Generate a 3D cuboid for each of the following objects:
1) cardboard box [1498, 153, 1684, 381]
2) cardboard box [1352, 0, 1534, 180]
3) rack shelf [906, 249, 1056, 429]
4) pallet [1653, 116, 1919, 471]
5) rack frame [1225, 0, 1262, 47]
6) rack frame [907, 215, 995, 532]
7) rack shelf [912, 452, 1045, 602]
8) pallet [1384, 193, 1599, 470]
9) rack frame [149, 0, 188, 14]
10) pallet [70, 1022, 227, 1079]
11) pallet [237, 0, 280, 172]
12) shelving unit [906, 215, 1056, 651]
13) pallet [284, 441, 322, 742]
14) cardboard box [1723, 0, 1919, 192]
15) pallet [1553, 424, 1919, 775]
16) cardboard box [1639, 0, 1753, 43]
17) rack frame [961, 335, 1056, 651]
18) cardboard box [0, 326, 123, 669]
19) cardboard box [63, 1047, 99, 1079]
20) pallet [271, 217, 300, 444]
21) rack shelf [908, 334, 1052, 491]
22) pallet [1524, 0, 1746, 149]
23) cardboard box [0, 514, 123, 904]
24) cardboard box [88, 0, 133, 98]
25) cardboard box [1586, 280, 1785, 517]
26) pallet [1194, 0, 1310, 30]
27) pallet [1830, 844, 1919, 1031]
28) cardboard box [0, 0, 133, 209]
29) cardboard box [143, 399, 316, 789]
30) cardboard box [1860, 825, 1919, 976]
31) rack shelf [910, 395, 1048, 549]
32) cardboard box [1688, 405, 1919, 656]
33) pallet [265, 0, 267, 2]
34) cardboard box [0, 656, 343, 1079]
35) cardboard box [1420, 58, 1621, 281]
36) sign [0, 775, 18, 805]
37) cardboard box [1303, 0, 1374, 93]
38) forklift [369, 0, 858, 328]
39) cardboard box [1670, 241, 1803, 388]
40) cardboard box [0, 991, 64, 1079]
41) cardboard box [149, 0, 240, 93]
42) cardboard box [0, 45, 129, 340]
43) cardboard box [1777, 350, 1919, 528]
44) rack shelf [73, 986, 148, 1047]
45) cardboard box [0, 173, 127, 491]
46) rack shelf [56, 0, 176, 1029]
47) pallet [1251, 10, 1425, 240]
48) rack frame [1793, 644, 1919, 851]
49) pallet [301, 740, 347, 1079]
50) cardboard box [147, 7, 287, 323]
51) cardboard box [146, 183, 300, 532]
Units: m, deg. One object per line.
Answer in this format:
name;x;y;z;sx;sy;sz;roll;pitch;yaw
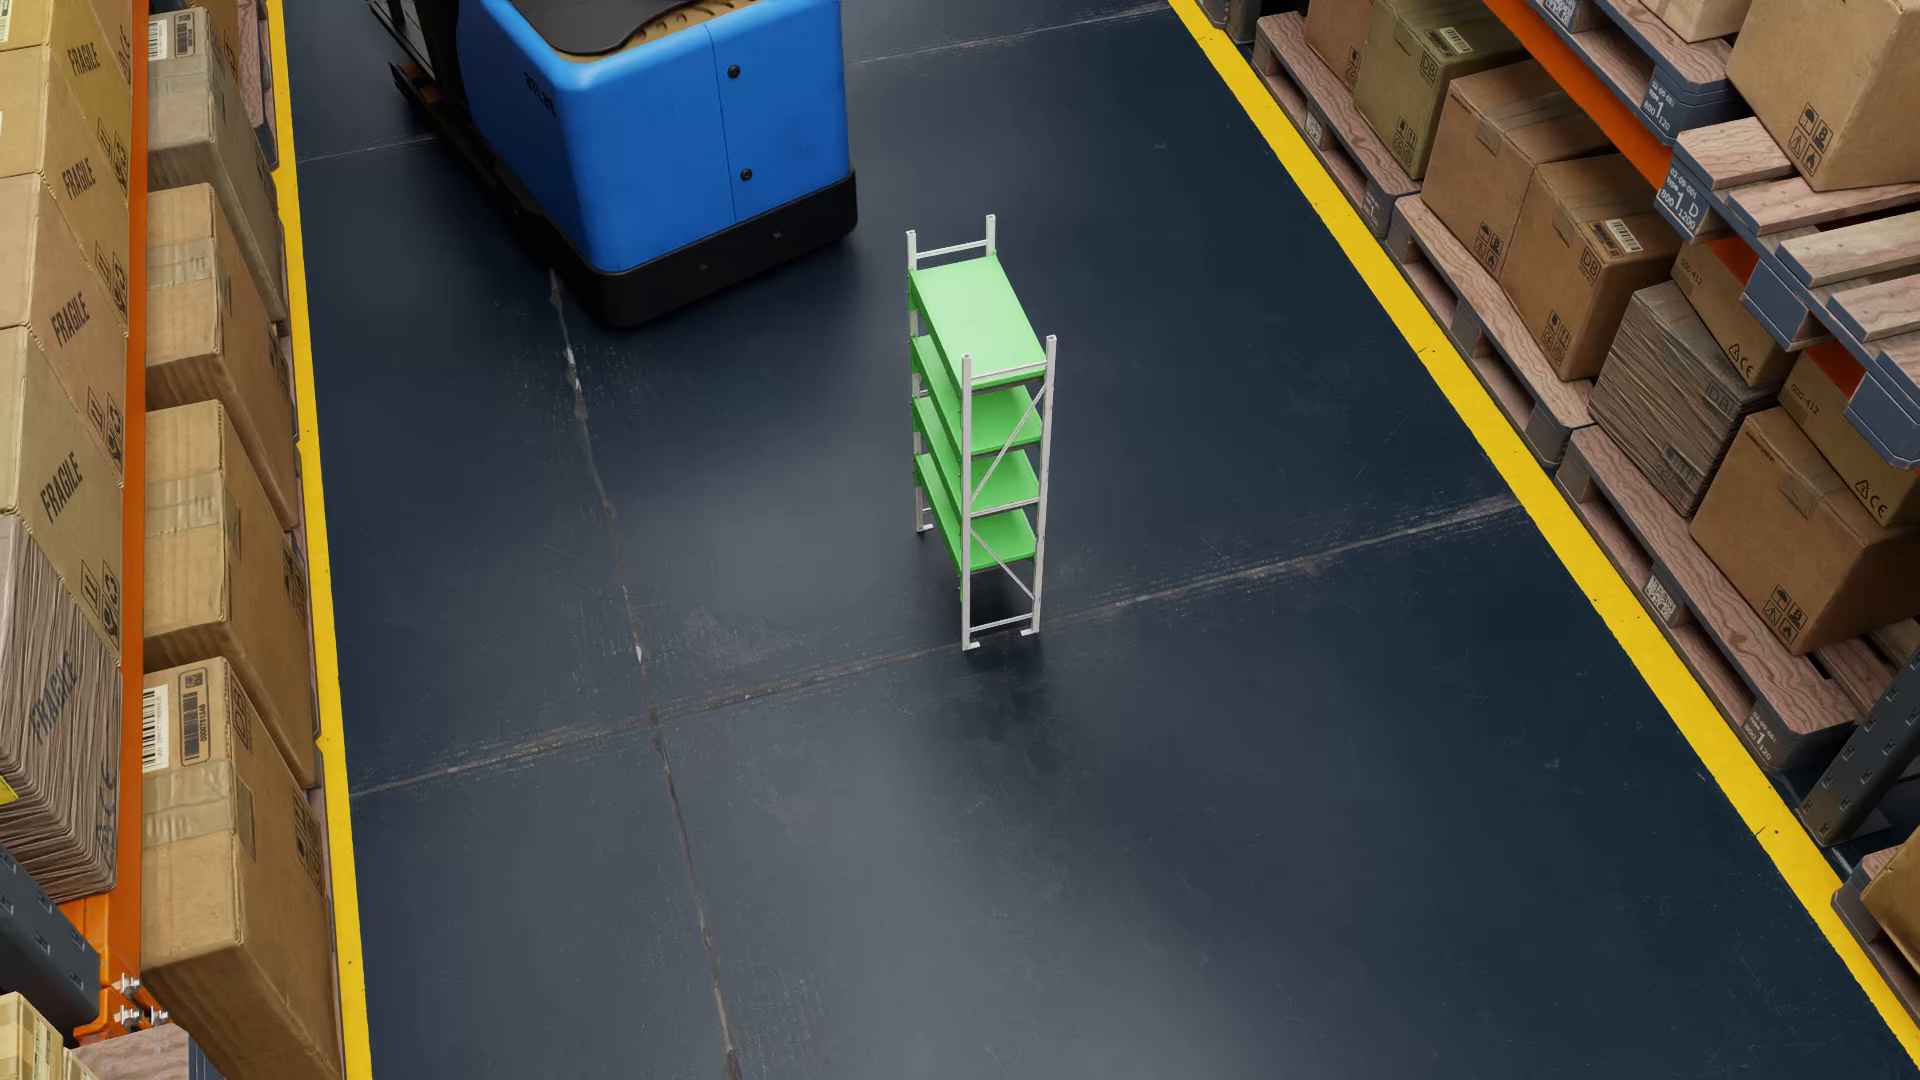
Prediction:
cardboard box;2.238;-0.915;5.406;0.700;0.500;0.500;-9;51;-8
cardboard box;1.907;-1.731;6.094;0.700;0.500;0.500;-14;51;-11
rack shelf;0.049;-0.534;4.371;0.258;0.148;0.480;-13;51;-11
pallet;2.494;-0.714;4.015;1.213;0.211;1.003;-13;51;-11
rack frame;1.623;-3.201;5.986;1.000;3.000;0.127;-13;51;-11
rack frame;-0.023;-0.444;4.840;0.240;1.200;0.015;-13;51;-11
rack shelf;0.049;-0.070;4.922;0.258;0.148;0.480;-13;51;-11
pallet;2.219;-0.841;5.821;1.003;0.211;1.213;-13;51;-11
rack frame;-3.145;-2.153;5.103;1.000;3.000;0.127;-13;51;-11
pallet;-1.649;1.327;2.295;1.213;0.211;1.003;-13;51;-11
pallet;-3.295;-1.827;6.652;1.003;0.211;1.213;-13;51;-11
shelving unit;0.049;-0.266;4.689;0.258;1.200;0.503;-13;51;-11
pallet;-2.480;0.185;4.956;1.003;0.211;1.213;-13;51;-11
cardboard box;2.348;-1.217;3.974;0.700;0.500;0.500;-7;50;-6
pallet;2.576;0.049;5.071;1.003;0.211;1.213;-13;51;-11
cardboard box;2.055;-1.528;4.389;0.396;0.266;0.258;-15;51;-12
rack frame;0.121;-0.088;4.539;0.240;1.200;0.015;-13;51;-11
cardboard box;-1.990;-0.023;3.242;0.500;0.500;0.500;-14;51;-11
cardboard box;-1.381;0.876;2.245;0.380;0.149;0.250;-12;51;-10
pallet;-2.845;-0.708;5.708;1.003;0.211;1.213;-13;51;-11
rack shelf;0.049;-0.379;4.555;0.258;0.148;0.480;-13;51;-11
pallet;2.182;-1.654;4.808;1.003;0.211;1.213;-13;51;-11
cardboard box;-1.837;0.347;2.930;0.500;0.500;0.500;-13;51;-11
cardboard box;-2.586;-1.495;4.483;0.500;0.500;0.500;-14;51;-11
cardboard box;2.413;-0.502;5.059;0.700;0.500;0.500;-17;52;-14
pallet;1.391;-2.784;7.459;1.003;0.211;1.213;-13;51;-11
pallet;2.967;1.213;4.090;1.003;0.211;1.213;-13;51;-11
cardboard box;-2.436;-1.126;4.172;0.500;0.500;0.500;-13;51;-11
cardboard box;-2.318;0.255;4.270;1.050;0.750;0.750;-13;51;-10
cardboard box;2.990;0.779;3.746;1.225;0.875;0.875;-15;52;-13
rack shelf;0.049;-0.225;4.738;0.258;0.148;0.480;-13;51;-11
cardboard box;2.589;-0.100;4.720;0.700;0.500;0.500;-16;52;-13
pallet;-3.659;-2.720;7.405;1.003;0.211;1.213;-13;51;-11
cardboard box;-2.056;0.893;3.732;1.050;0.750;0.750;-14;51;-11
cardboard box;2.073;-1.322;5.750;0.700;0.500;0.500;-17;52;-14
sign;-1.446;0.291;2.337;0.100;0.325;0.005;-13;51;-11
cardboard box;1.784;-2.083;6.392;0.700;0.500;0.500;-17;52;-14
forklift;-1.630;-2.784;5.680;1.130;2.935;3.031;-28;55;-22
cardboard box;2.413;-0.725;4.756;0.500;0.250;0.500;-8;50;-7
cardboard box;-1.379;0.777;2.134;0.380;0.149;0.250;-15;52;-12
cardboard box;-3.264;-2.079;6.155;0.875;0.875;0.875;-13;51;-10
cardboard box;-2.284;-0.756;3.860;0.500;0.500;0.500;-14;51;-11
cardboard box;2.579;-0.339;4.431;0.500;0.250;0.500;-11;51;-9
rack shelf;-1.370;2.461;1.684;1.077;0.370;4.000;-13;51;-11
cardboard box;-2.139;-0.392;3.553;0.500;0.500;0.500;-13;51;-11
rack shelf;-2.553;-0.460;4.147;1.077;0.370;4.000;-13;51;-11
pallet;1.855;-1.733;6.573;1.003;0.211;1.213;-13;51;-11
rack frame;2.806;-0.279;3.523;1.000;3.000;0.127;-13;51;-11
pallet;-2.123;1.074;4.206;1.003;0.211;1.213;-13;51;-11
cardboard box;-2.875;-1.130;5.438;1.050;0.750;0.750;-14;51;-11
cardboard box;-2.594;-0.425;4.843;1.050;0.750;0.750;-13;51;-11
